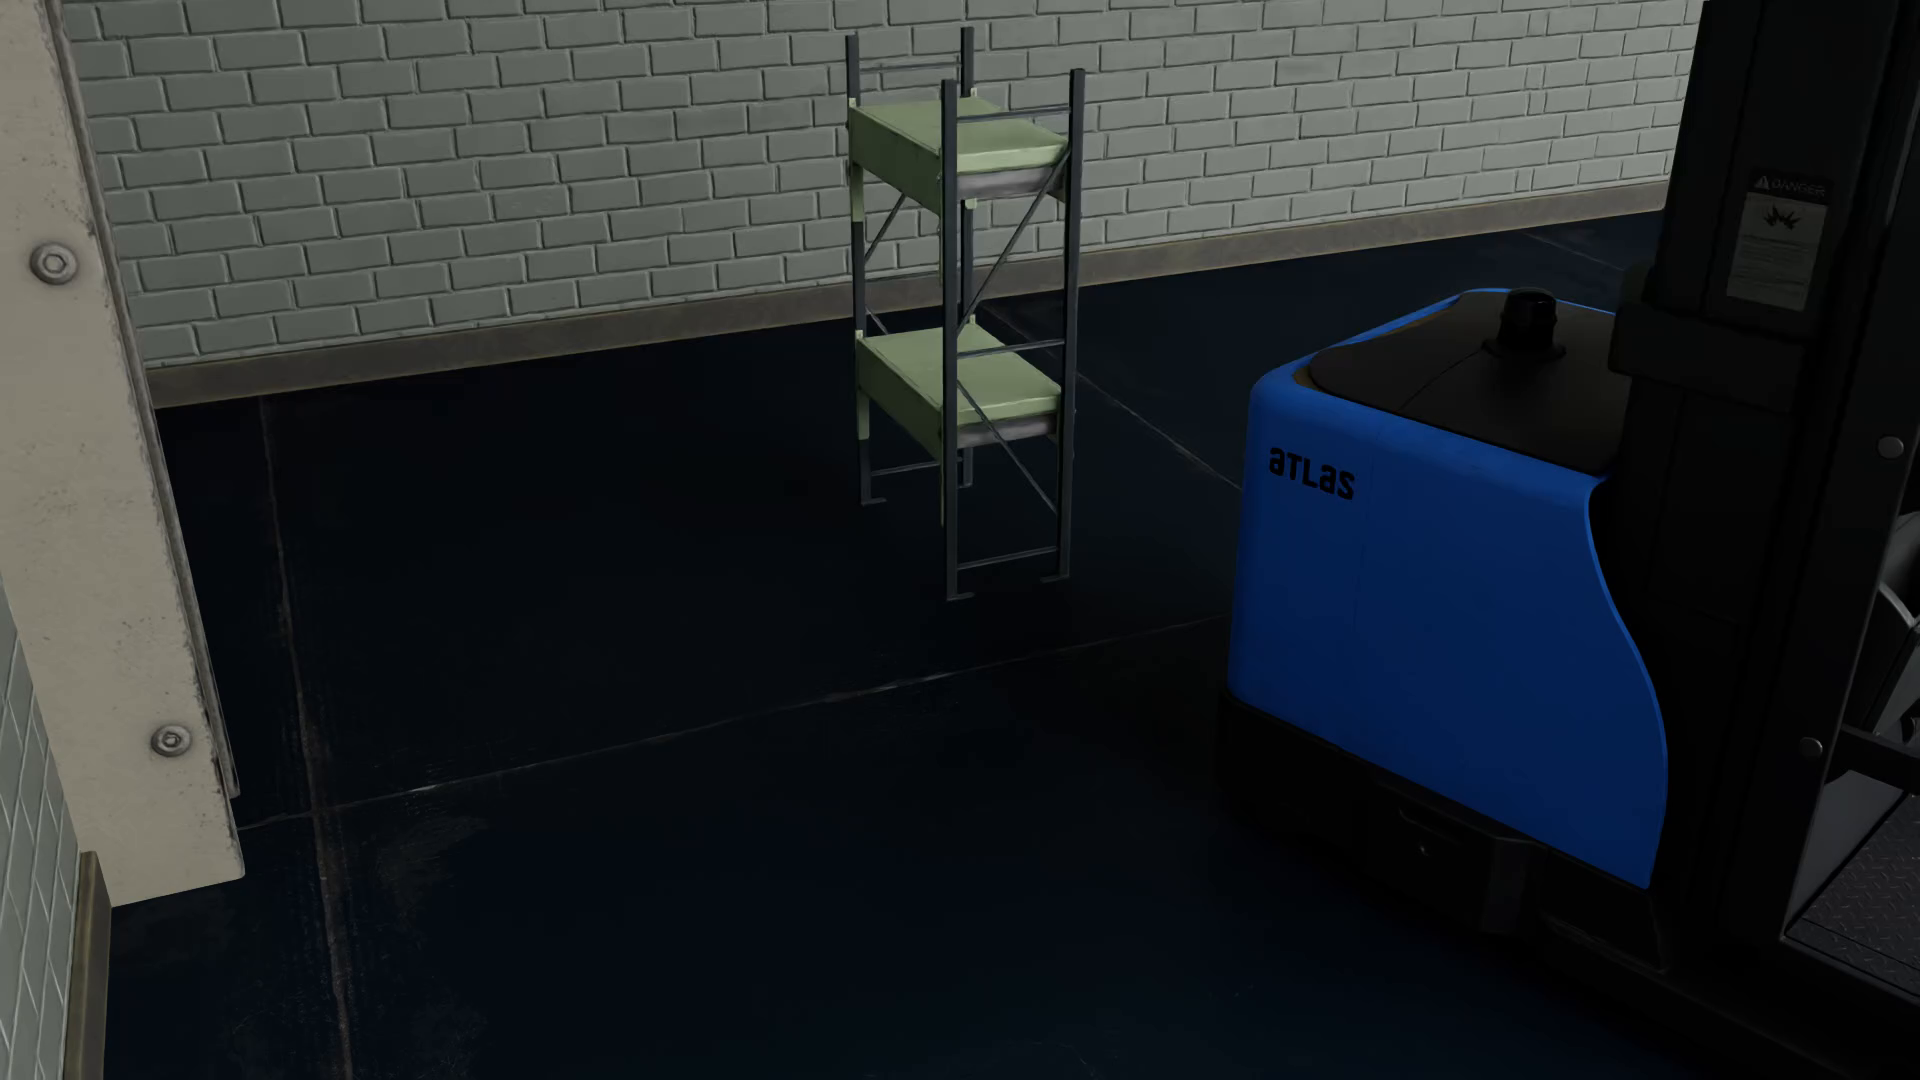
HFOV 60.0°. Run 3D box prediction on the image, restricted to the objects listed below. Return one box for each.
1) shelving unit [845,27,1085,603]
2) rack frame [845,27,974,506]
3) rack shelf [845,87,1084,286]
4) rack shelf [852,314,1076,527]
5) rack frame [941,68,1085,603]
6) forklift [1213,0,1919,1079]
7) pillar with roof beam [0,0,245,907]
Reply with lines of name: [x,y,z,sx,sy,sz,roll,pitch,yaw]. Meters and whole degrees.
shelving unit: [-0.003,-0.677,4.926,0.431,1.500,0.755,-11,28,-21]
rack frame: [-0.146,-0.824,5.229,0.400,1.500,0.023,-11,28,-21]
rack shelf: [-0.003,-1.027,4.755,0.431,0.370,0.720,-11,28,-21]
rack shelf: [-0.003,-0.384,5.069,0.431,0.370,0.720,-11,28,-21]
rack frame: [0.141,-0.529,4.624,0.400,1.500,0.023,-11,28,-21]
forklift: [1.990,-0.383,2.694,1.130,2.935,3.031,-23,34,-39]
pillar with roof beam: [2.146,-4.085,3.361,9.100,9.000,0.400,-11,28,-21]
